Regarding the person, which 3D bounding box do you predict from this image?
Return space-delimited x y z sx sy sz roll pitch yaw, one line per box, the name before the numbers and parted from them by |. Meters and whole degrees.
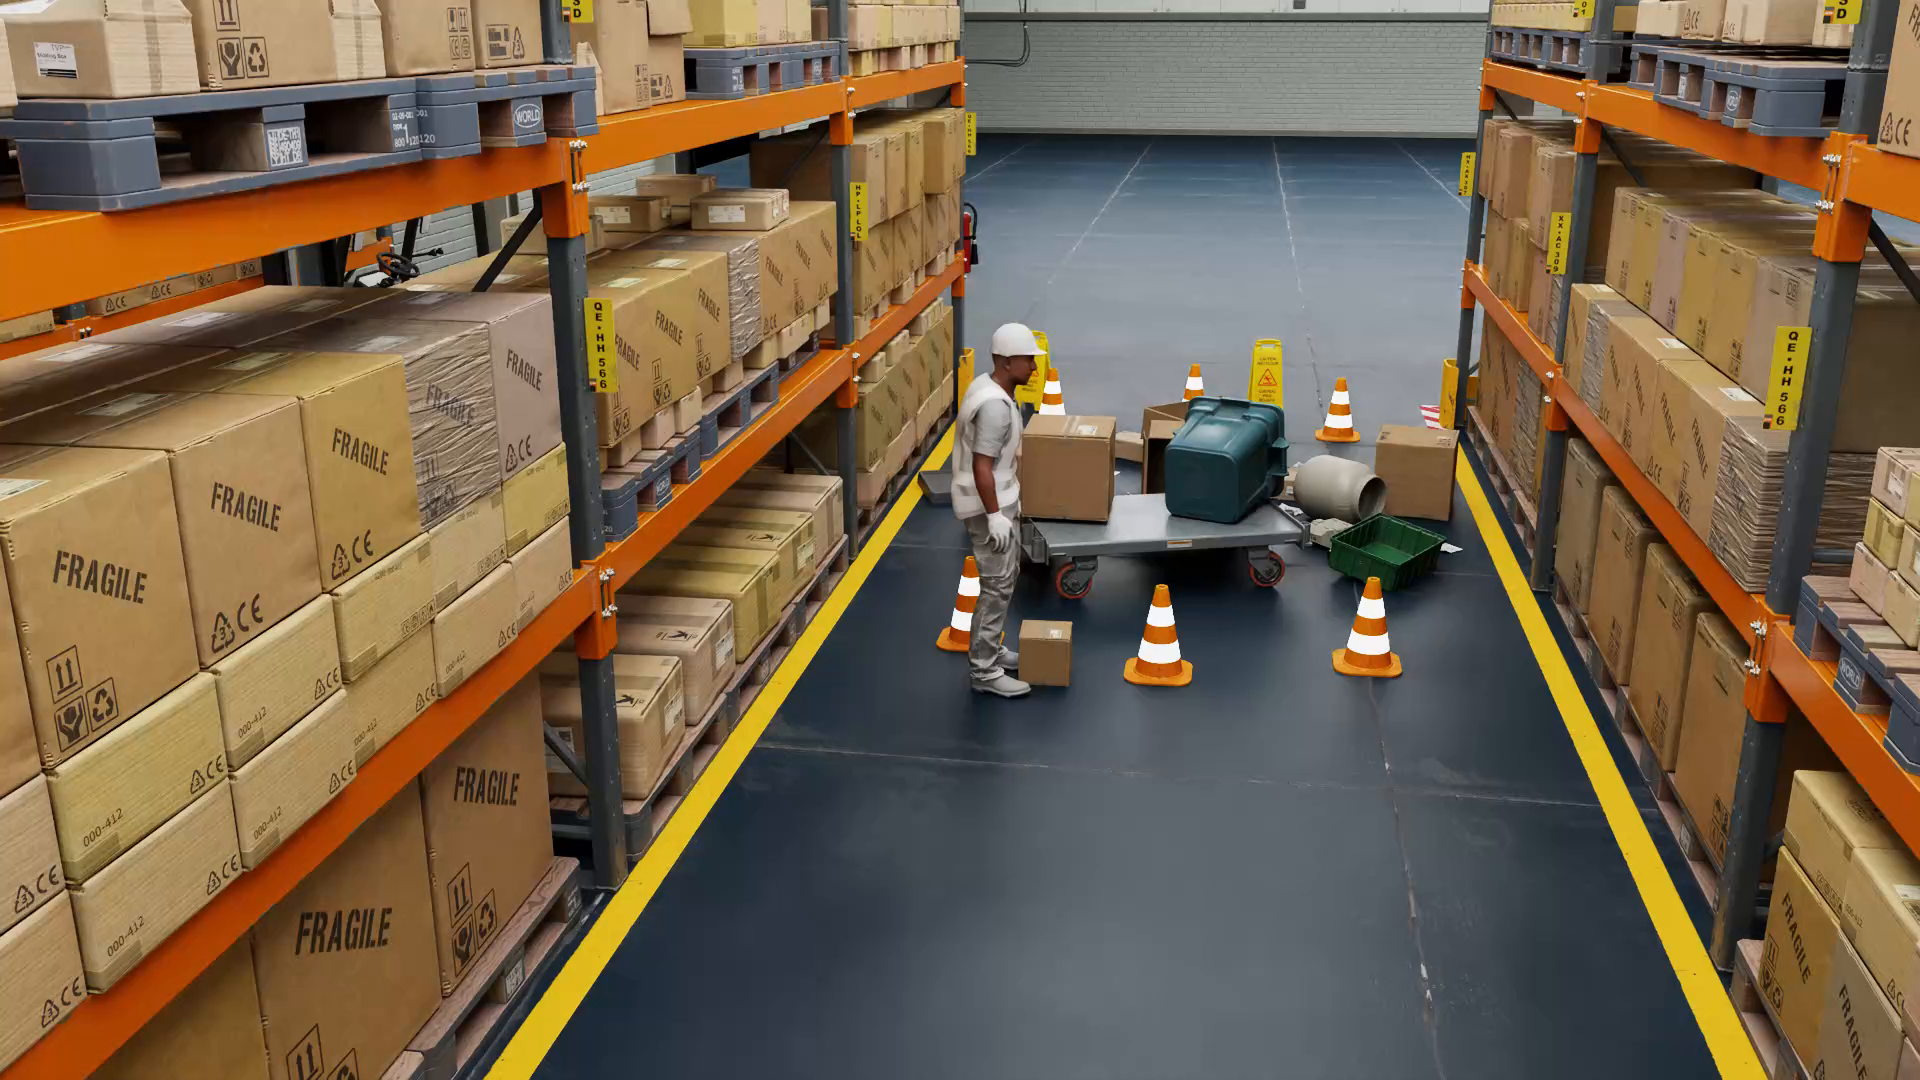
person | 0.184 -0.160 8.036 0.447 1.773 0.616 2 18 6
